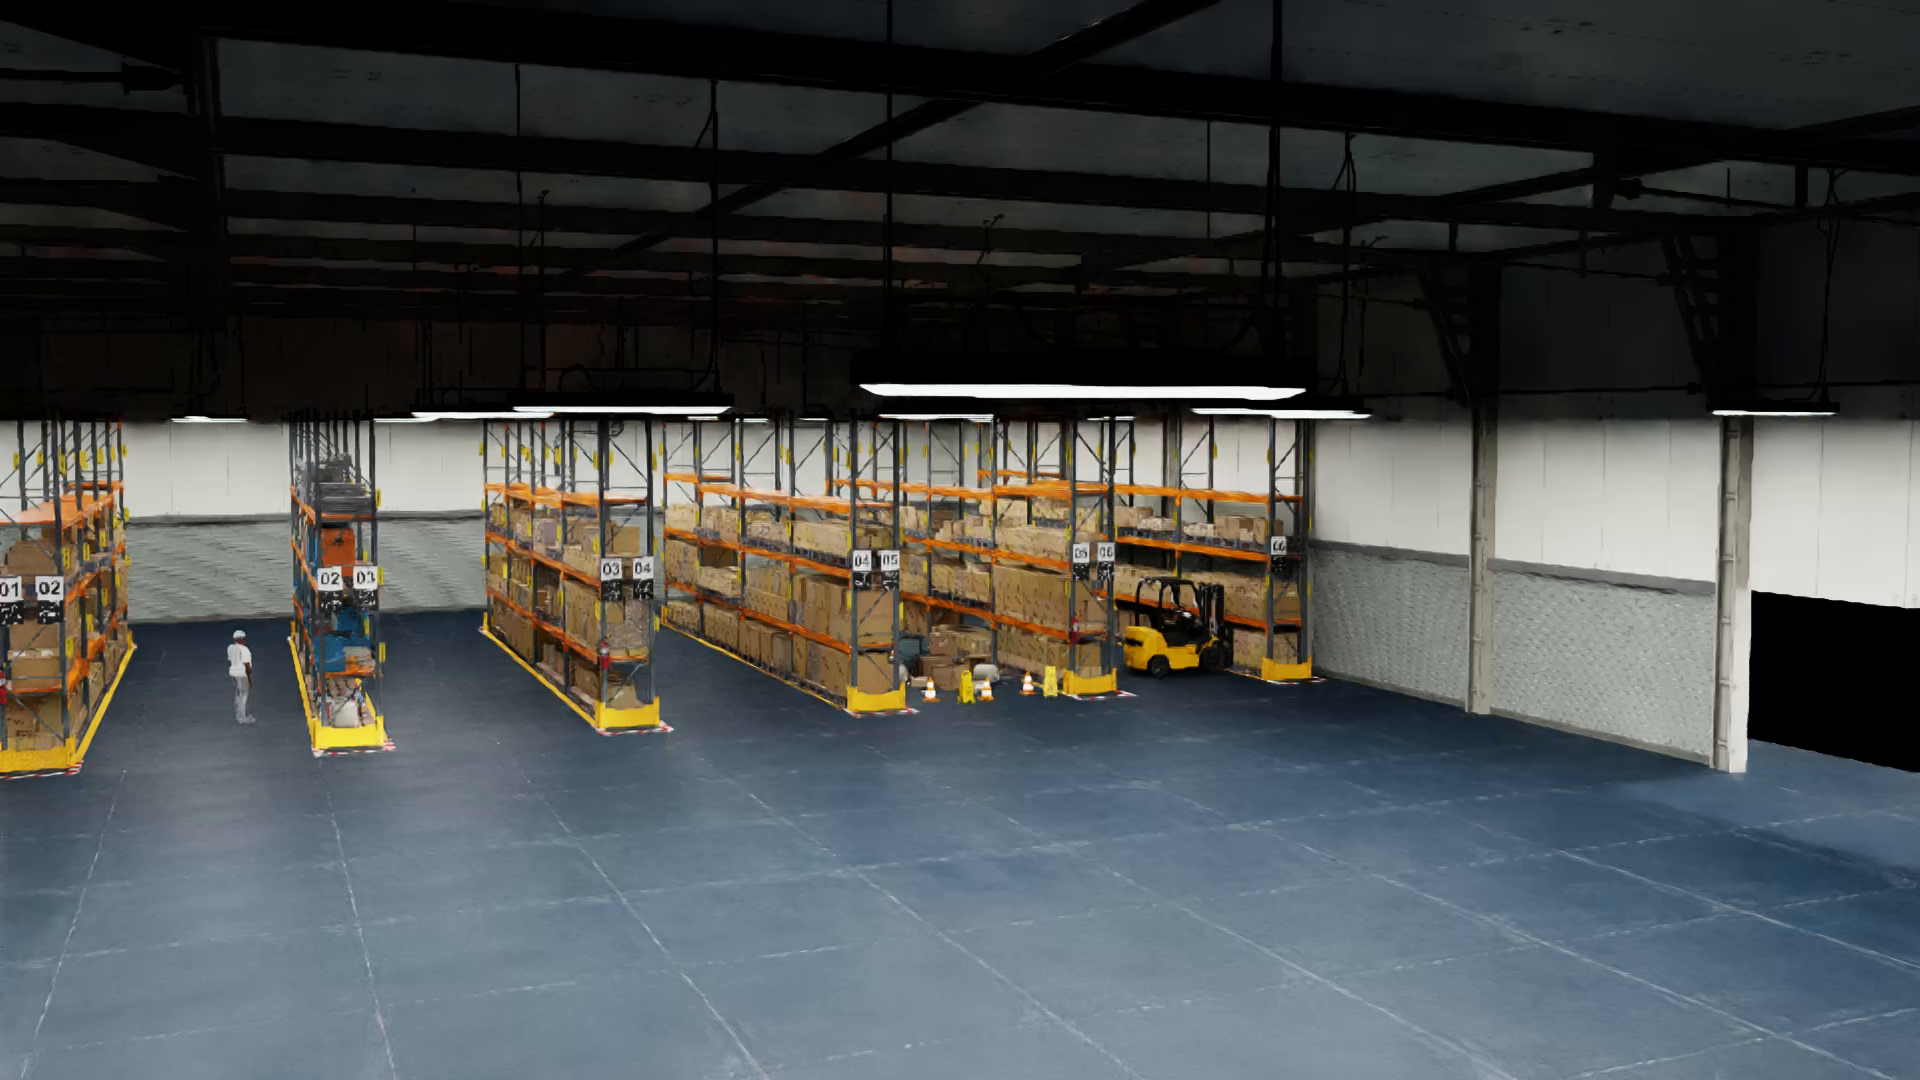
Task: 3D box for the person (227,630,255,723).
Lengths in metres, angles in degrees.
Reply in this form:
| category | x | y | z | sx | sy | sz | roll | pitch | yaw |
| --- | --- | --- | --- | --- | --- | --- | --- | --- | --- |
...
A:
| category | x | y | z | sx | sy | sz | roll | pitch | yaw |
| --- | --- | --- | --- | --- | --- | --- | --- | --- | --- |
| person | -13.722 | 2.598 | 31.818 | 0.632 | 1.762 | 0.447 | 3 | 5 | 36 |

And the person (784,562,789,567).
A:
| category | x | y | z | sx | sy | sz | roll | pitch | yaw |
| --- | --- | --- | --- | --- | --- | --- | --- | --- | --- |
| person | -4.914 | 1.512 | 47.348 | 0.551 | 1.765 | 0.647 | 0 | 4 | -7 |

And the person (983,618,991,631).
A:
| category | x | y | z | sx | sy | sz | roll | pitch | yaw |
| --- | --- | --- | --- | --- | --- | --- | --- | --- | --- |
| person | 0.694 | 1.689 | 44.627 | 0.494 | 1.786 | 0.606 | 0 | 4 | 6 |
